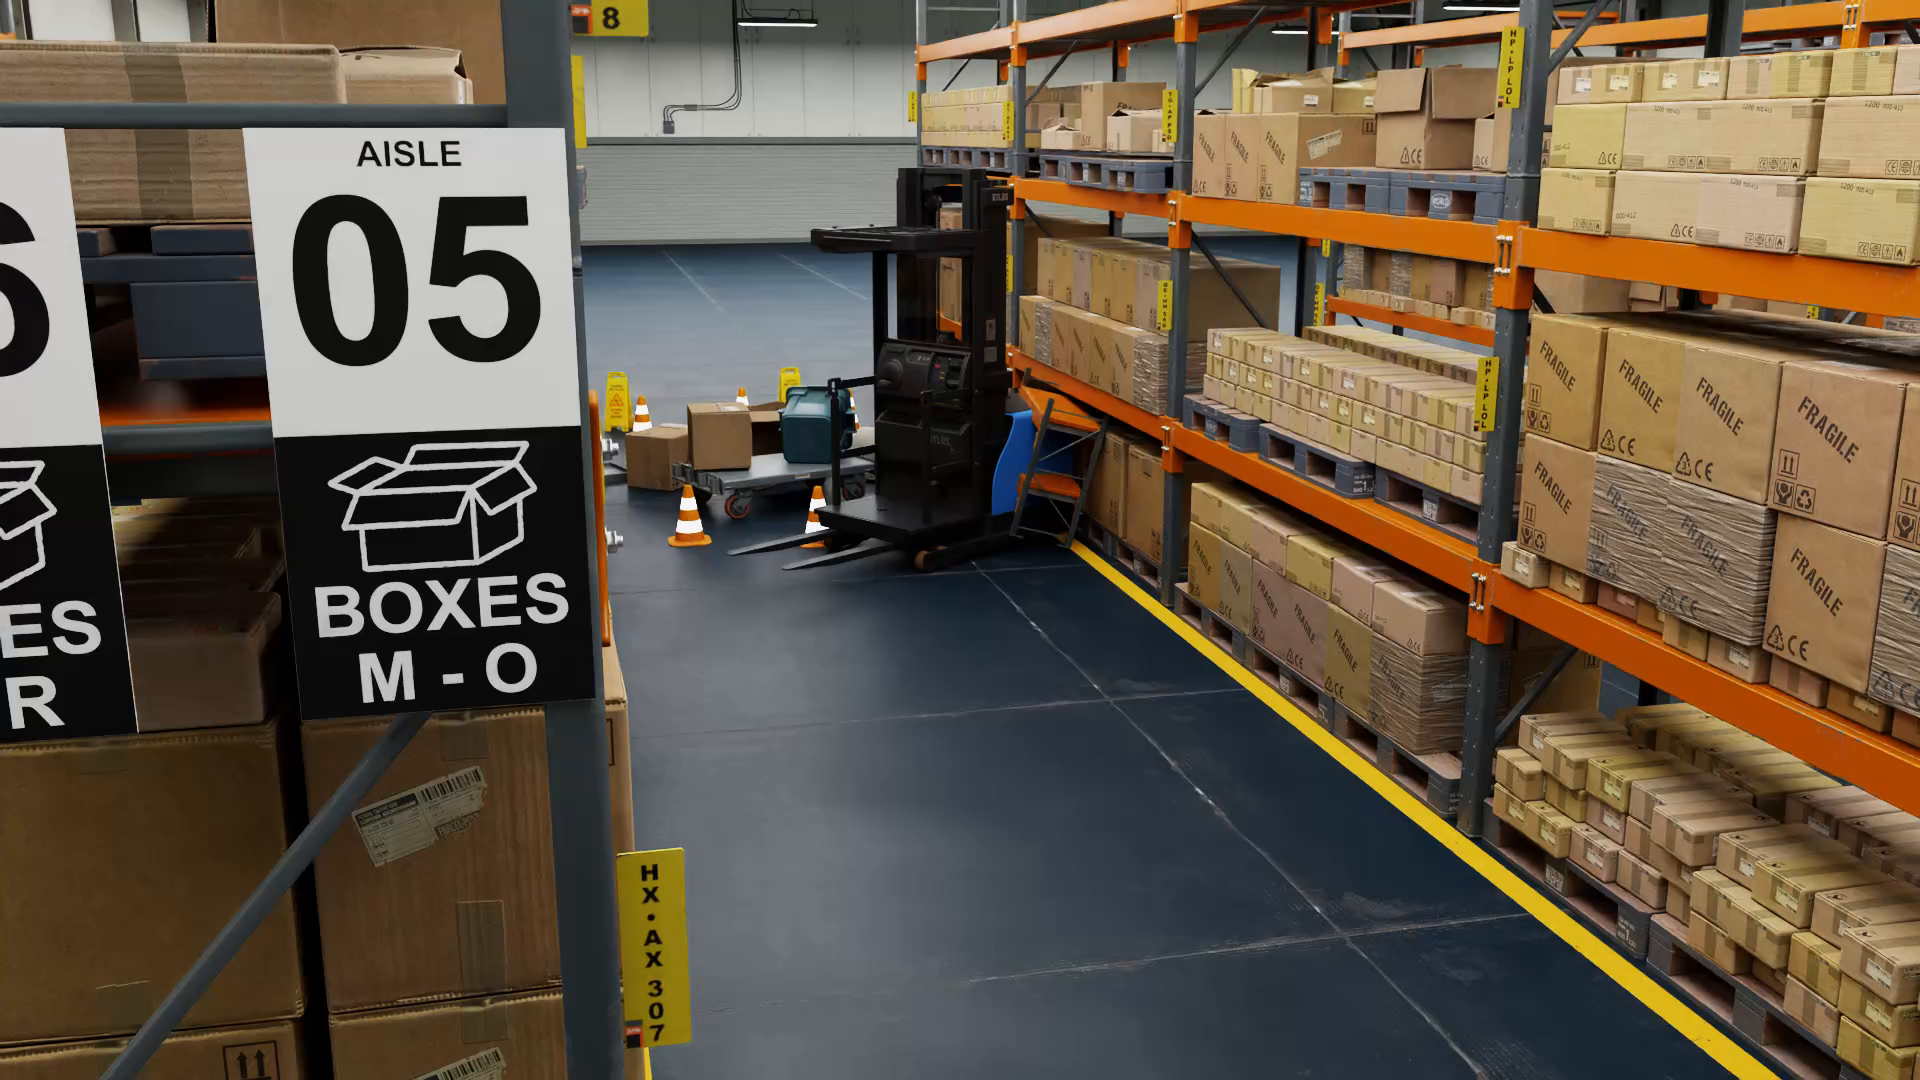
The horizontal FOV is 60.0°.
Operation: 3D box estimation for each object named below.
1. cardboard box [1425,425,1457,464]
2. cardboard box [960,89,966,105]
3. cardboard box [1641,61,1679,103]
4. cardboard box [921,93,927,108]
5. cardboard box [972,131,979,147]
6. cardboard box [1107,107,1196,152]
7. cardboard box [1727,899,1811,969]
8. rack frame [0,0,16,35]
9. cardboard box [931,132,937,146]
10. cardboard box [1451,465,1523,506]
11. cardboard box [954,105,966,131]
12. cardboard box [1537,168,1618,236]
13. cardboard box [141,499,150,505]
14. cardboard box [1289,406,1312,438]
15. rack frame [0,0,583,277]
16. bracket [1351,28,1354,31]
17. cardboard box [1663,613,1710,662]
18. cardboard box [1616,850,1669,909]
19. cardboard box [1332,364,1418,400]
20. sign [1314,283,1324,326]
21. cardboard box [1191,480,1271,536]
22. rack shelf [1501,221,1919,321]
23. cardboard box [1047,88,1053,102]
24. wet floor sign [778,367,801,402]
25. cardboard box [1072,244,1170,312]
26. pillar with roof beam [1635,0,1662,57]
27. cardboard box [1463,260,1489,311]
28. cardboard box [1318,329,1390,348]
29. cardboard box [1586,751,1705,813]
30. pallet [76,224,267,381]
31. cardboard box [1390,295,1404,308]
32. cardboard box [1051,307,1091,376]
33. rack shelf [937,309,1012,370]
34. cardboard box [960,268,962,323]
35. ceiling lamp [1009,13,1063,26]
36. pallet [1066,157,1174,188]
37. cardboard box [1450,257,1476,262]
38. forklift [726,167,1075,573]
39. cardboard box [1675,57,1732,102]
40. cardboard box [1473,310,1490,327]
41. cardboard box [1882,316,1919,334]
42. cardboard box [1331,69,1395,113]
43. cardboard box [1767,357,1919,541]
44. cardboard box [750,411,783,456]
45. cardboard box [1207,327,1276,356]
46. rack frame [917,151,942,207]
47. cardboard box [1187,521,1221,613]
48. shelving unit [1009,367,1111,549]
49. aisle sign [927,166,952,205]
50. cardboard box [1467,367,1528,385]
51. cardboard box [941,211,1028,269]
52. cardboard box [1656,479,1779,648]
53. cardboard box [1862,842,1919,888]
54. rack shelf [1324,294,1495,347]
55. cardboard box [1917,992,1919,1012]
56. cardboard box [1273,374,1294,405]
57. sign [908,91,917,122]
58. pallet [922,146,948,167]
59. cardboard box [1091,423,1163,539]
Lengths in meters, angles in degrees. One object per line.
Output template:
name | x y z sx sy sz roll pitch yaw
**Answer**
cardboard box | 2.491 -0.474 8.064 0.380 0.149 0.250 -3 14 -13
cardboard box | 0.208 -4.343 16.318 0.380 0.149 0.250 -3 14 -12
cardboard box | 2.818 -1.727 6.277 0.380 0.149 0.250 -3 14 -14
cardboard box | -0.209 -4.755 18.001 0.380 0.149 0.250 -3 14 -13
cardboard box | 0.326 -3.840 15.936 0.380 0.149 0.250 -3 14 -12
cardboard box | 1.363 -2.919 11.829 0.500 0.311 0.500 -3 14 -13
cardboard box | 2.986 1.387 5.926 0.380 0.149 0.250 -3 14 -13
rack frame | -9.590 -5.212 15.799 1.000 3.000 0.127 -3 14 -13
cardboard box | -0.091 -4.248 17.609 0.380 0.149 0.250 -3 14 -13
cardboard box | 2.554 -0.268 7.850 0.380 0.149 0.250 -4 14 -14
cardboard box | 0.242 -4.181 16.492 0.500 0.250 0.500 -3 14 -13
cardboard box | 2.692 -1.369 6.705 0.500 0.250 0.500 -3 14 -10
cardboard box | -1.641 -0.096 3.816 0.380 0.149 0.250 -3 14 -12
cardboard box | 2.123 -0.690 9.577 0.380 0.149 0.250 -3 14 -12
rack frame | -1.009 -1.798 1.826 1.000 3.000 0.127 -3 14 -13
bracket | 12.271 -16.049 52.571 0.235 0.232 0.430 -3 14 -13
cardboard box | 2.889 0.339 6.250 0.380 0.149 0.250 -3 14 -12
cardboard box | 2.893 1.349 6.709 0.380 0.149 0.250 -4 14 -14
cardboard box | 2.250 -0.859 9.015 0.380 0.149 0.250 -4 14 -16
sign | 2.426 -1.585 11.322 0.100 0.325 0.005 -3 14 -13
cardboard box | 1.827 -0.210 10.769 0.500 0.250 0.500 -4 14 -16
rack shelf | 3.310 -0.752 5.381 1.077 0.370 4.000 -3 14 -13
cardboard box | 1.026 -4.205 15.752 0.380 0.149 0.250 -4 14 -14
wet floor sign | -1.910 -1.627 18.726 0.267 0.644 0.232 -6 15 -23
cardboard box | 1.324 -2.136 13.534 0.700 0.500 0.500 -3 14 -13
pillar with roof beam | 11.904 -10.669 38.137 9.100 9.000 0.548 -3 14 -13
cardboard box | 5.677 -2.622 17.002 0.875 0.500 0.500 -3 14 -13
cardboard box | 2.518 -1.254 10.631 0.380 0.149 0.250 -3 14 -14
cardboard box | 2.834 0.999 6.884 0.380 0.149 0.250 -3 14 -14
pallet | -1.193 -0.469 2.891 1.003 0.211 1.213 -3 14 -13
cardboard box | 5.002 -2.638 18.435 0.380 0.149 0.250 -3 14 -13
cardboard box | 1.057 -1.632 13.575 0.500 0.500 0.500 -3 14 -13
rack shelf | 0.491 -2.063 17.068 1.077 0.370 4.000 -3 14 -13
cardboard box | 0.477 -2.482 16.951 0.875 0.550 0.500 -3 14 -13
ceiling lamp | 2.221 -14.936 43.302 2.000 3.185 0.800 -3 14 -13
pallet | 1.432 -2.797 12.635 1.003 0.211 1.213 -3 14 -11
cardboard box | 5.314 -3.087 16.799 0.500 0.500 0.500 -3 14 -13
forklift | -0.426 -1.315 12.635 1.130 2.935 3.031 12 18 41
cardboard box | 2.835 -1.664 6.021 0.380 0.149 0.250 -4 14 -15
cardboard box | 5.420 -2.235 16.784 0.380 0.149 0.250 -3 14 -13
cardboard box | 6.901 -1.648 11.528 0.797 0.503 0.637 -3 14 -11
cardboard box | 2.383 -2.710 10.055 0.396 0.266 0.258 -3 14 -13
cardboard box | 3.053 -0.312 5.439 0.500 0.500 0.500 -4 14 -15
cardboard box | -1.665 -0.949 15.965 0.797 0.637 0.503 -3 14 -13
cardboard box | 1.822 -1.281 10.742 0.380 0.149 0.250 -3 14 -13
rack frame | 0.022 -2.874 18.871 1.000 3.000 0.127 -3 14 -13
cardboard box | 1.819 0.159 10.838 0.500 0.500 0.500 -4 14 -16
shelving unit | 0.703 -0.674 13.321 0.538 1.125 1.048 12 17 -12
aisle sign | -0.287 -4.137 18.561 0.394 0.787 0.004 -3 14 -13
cardboard box | 2.948 -0.833 8.909 0.380 0.149 0.250 -3 14 -14
cardboard box | 0.289 -3.125 17.308 0.875 0.550 0.550 -3 14 -13
cardboard box | 2.918 0.061 6.018 0.500 0.500 0.500 -4 14 -14
cardboard box | 3.506 1.214 6.007 0.380 0.149 0.250 -3 14 -13
rack shelf | 5.336 -2.316 18.104 1.077 0.370 4.000 -3 14 -13
cardboard box | 3.222 1.424 5.148 0.380 0.149 0.250 -4 14 -15
cardboard box | 2.068 -0.893 9.779 0.380 0.149 0.250 -3 14 -13
sign | -0.519 -4.765 18.281 0.100 0.325 0.005 -3 14 -13
pallet | 0.206 -4.118 17.828 1.003 0.211 1.213 -3 14 -13
cardboard box | 1.636 -0.487 12.955 1.050 0.750 0.750 -3 14 -12
